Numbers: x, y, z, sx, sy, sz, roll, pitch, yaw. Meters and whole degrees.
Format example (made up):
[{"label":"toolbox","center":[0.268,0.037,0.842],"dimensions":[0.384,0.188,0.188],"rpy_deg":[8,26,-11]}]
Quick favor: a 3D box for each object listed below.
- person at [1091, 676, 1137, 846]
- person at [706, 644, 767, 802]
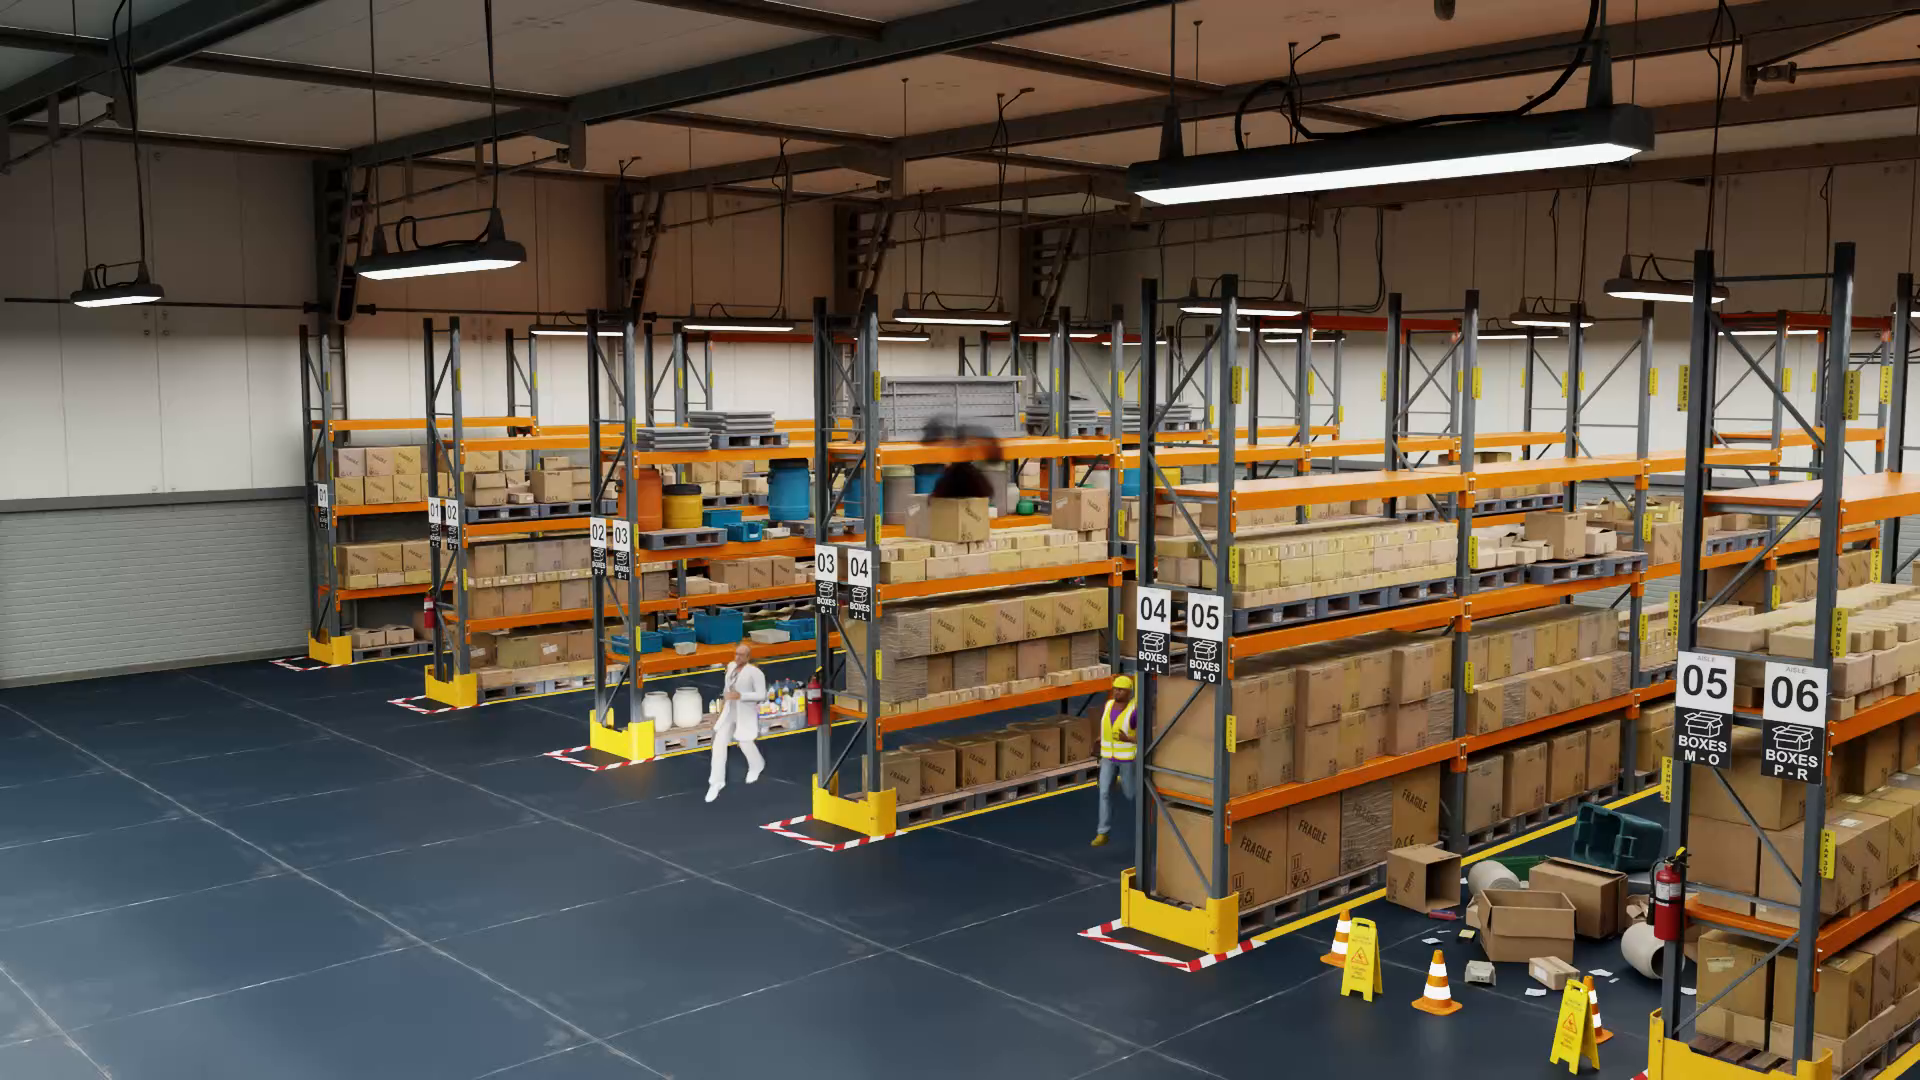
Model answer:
[{"label":"person","center":[1.698,2.302,17.589],"dimensions":[0.707,1.745,0.985],"rpy_deg":[4,7,33]},{"label":"person","center":[-2.570,2.116,19.615],"dimensions":[0.703,1.808,1.010],"rpy_deg":[3,6,26]}]
